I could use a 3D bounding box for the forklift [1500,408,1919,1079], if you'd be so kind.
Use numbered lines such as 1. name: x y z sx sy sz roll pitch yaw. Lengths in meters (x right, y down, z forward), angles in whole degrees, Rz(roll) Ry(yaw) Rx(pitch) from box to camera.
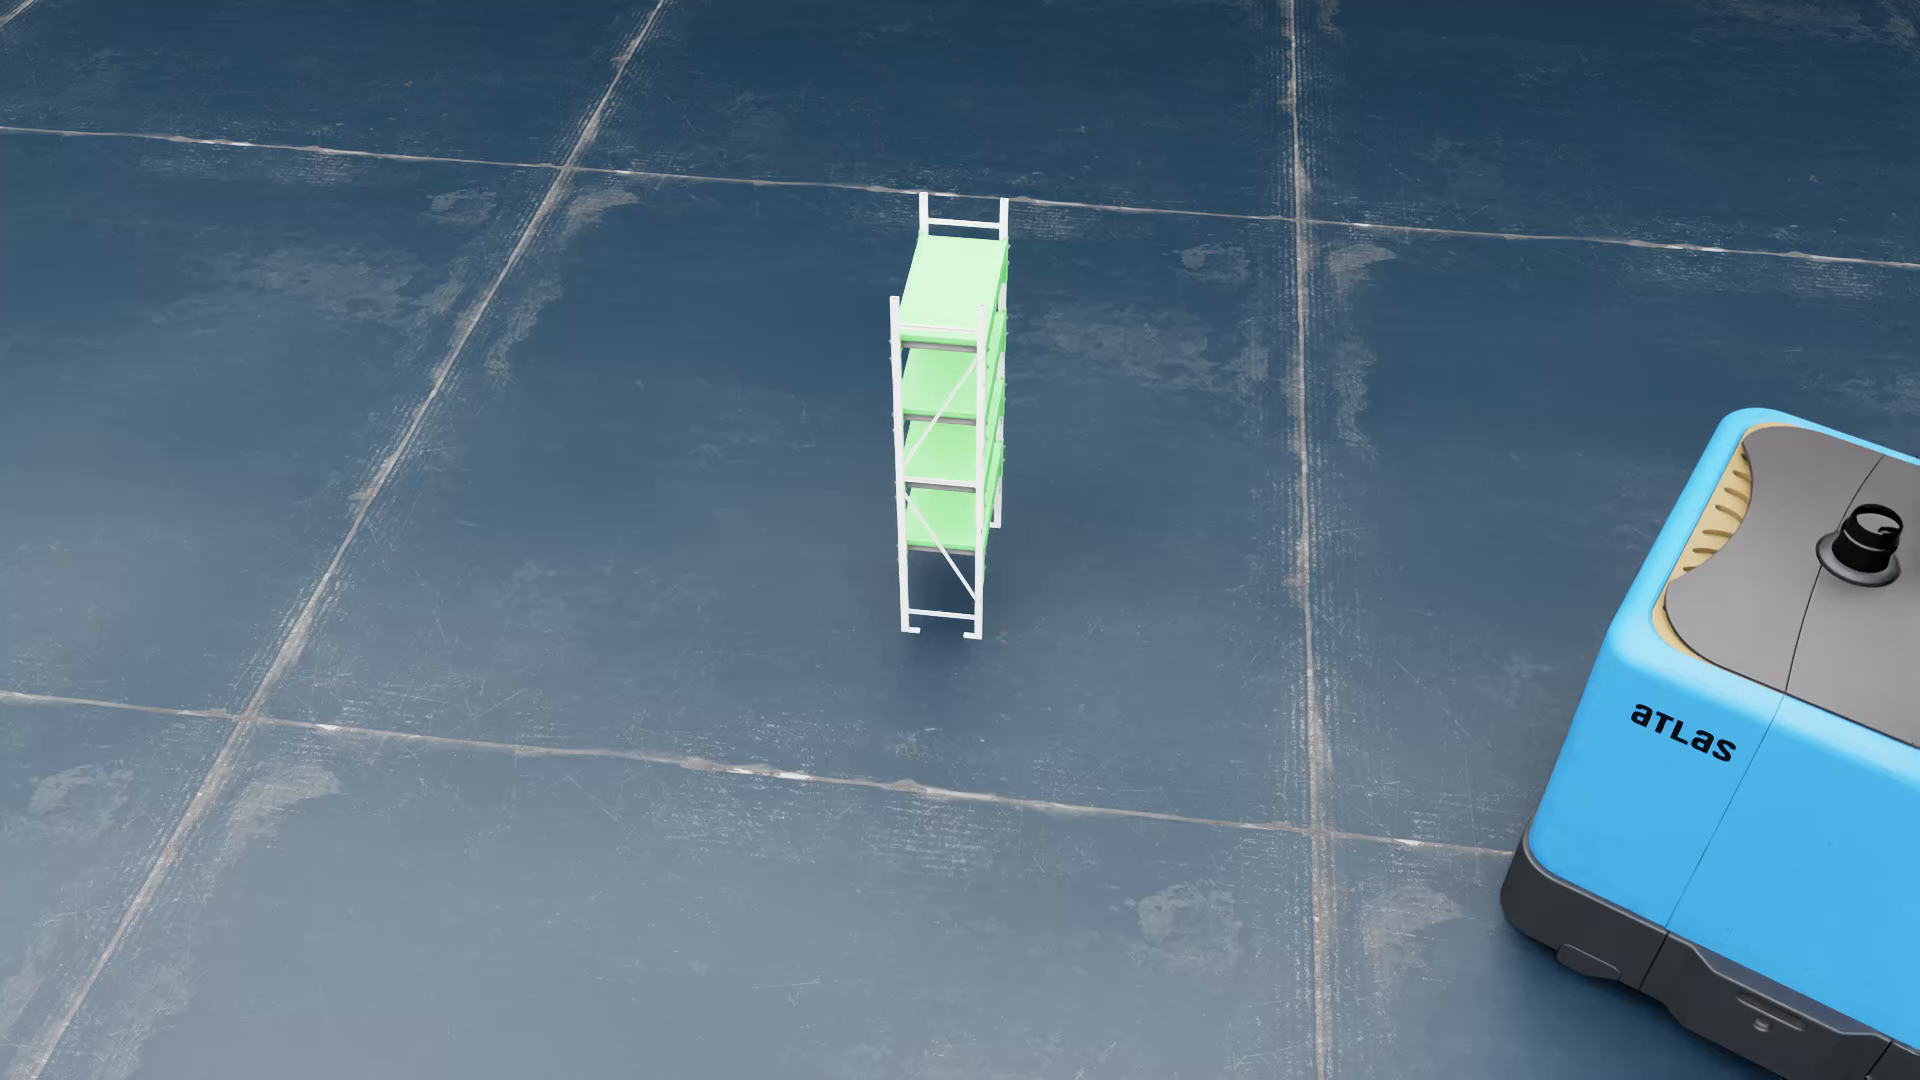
1. forklift: 2.866 0.211 2.896 3.031 2.935 1.130 25 49 24

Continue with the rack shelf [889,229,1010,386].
1. rack shelf: -0.022 -0.625 4.432 0.258 0.148 0.480 5 44 6

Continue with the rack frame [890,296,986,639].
1. rack frame: -0.054 -0.157 4.543 0.240 1.200 0.015 5 44 6

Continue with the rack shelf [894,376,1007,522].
1. rack shelf: -0.022 -0.276 4.762 0.258 0.148 0.480 5 44 6

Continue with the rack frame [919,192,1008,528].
1. rack frame: 0.010 -0.489 4.894 0.240 1.200 0.015 5 44 6

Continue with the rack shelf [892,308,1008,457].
1. rack shelf: -0.022 -0.451 4.597 0.258 0.148 0.480 5 44 6

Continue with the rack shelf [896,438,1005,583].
1. rack shelf: -0.022 -0.102 4.927 0.258 0.148 0.480 5 44 6

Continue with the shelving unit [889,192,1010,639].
1. shelving unit: -0.022 -0.323 4.718 0.258 1.200 0.503 5 44 6
